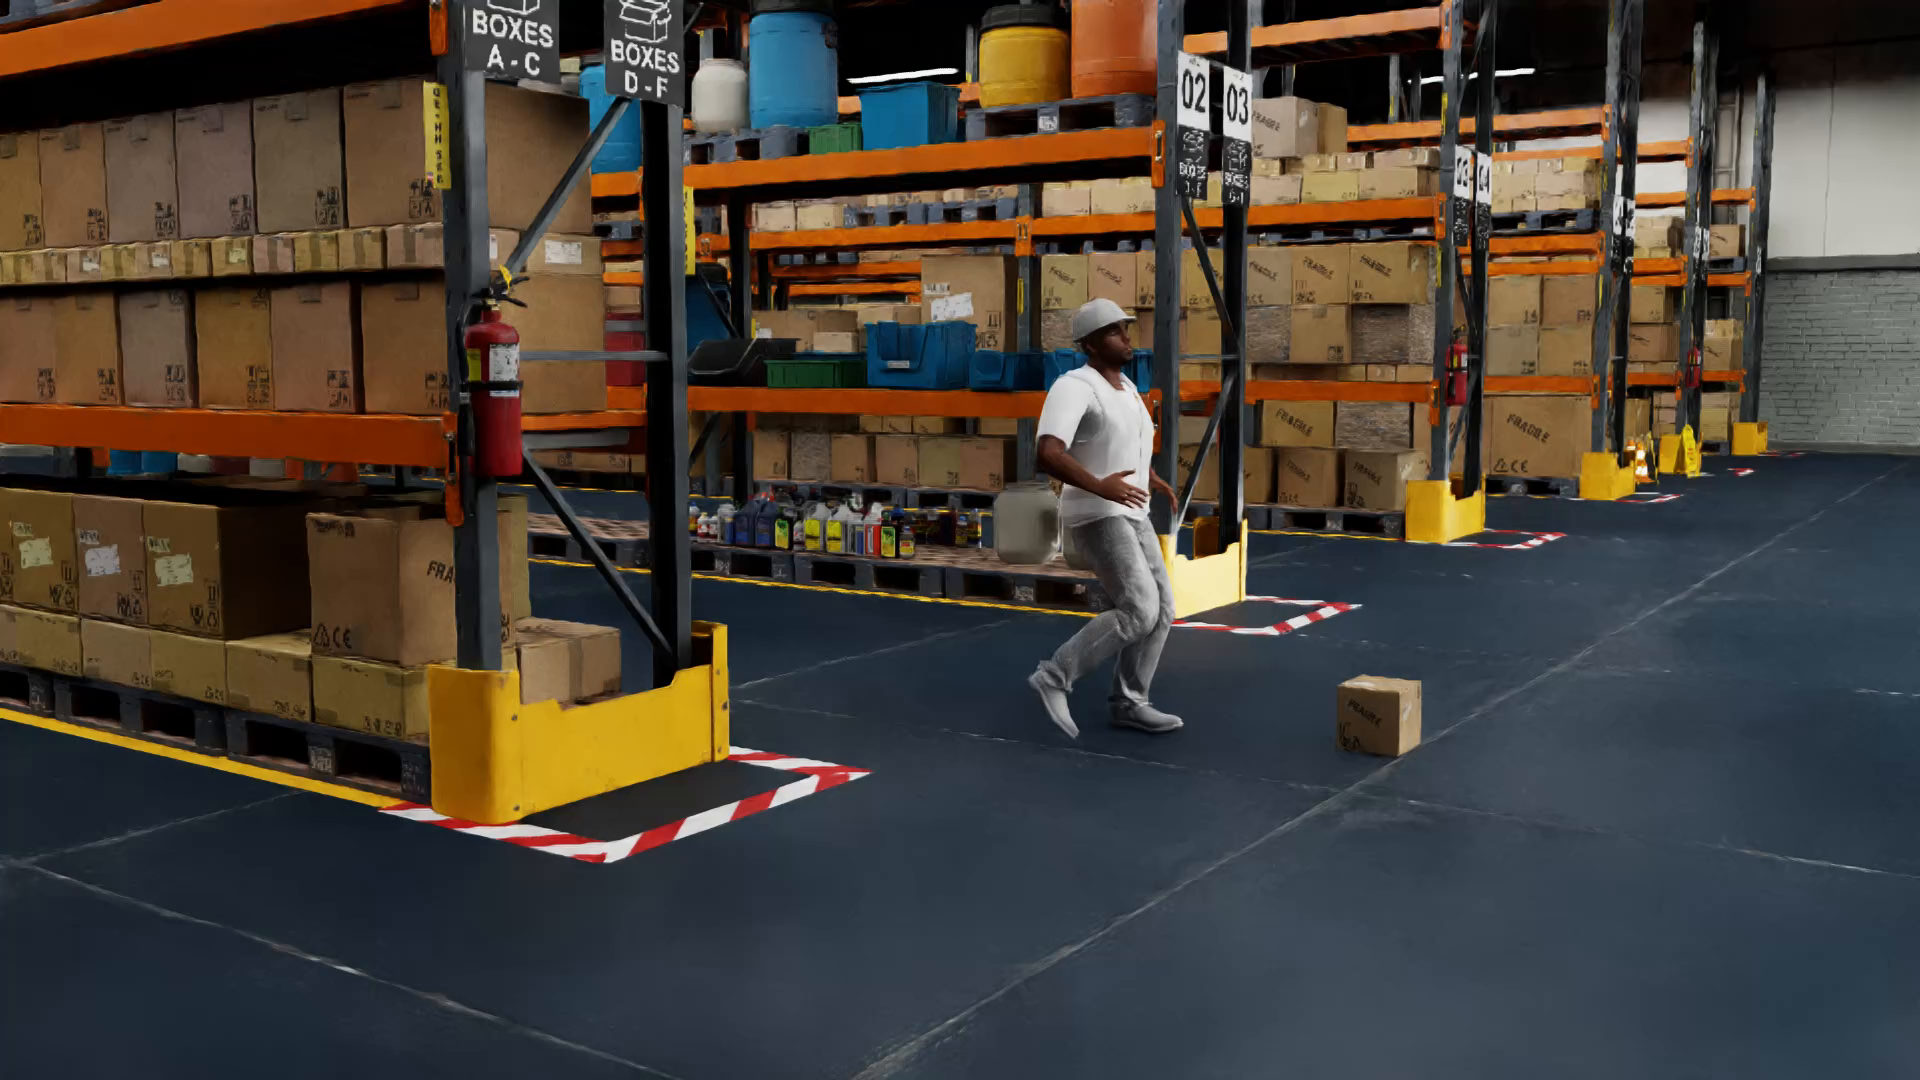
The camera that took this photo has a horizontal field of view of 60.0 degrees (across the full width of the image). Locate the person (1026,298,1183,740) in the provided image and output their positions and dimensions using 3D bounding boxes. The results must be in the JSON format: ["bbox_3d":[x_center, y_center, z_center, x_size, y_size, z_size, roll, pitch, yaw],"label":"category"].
[{"bbox_3d":[0.617,-0.085,6.600,0.502,1.733,0.801,3,7,25],"label":"person"}]
